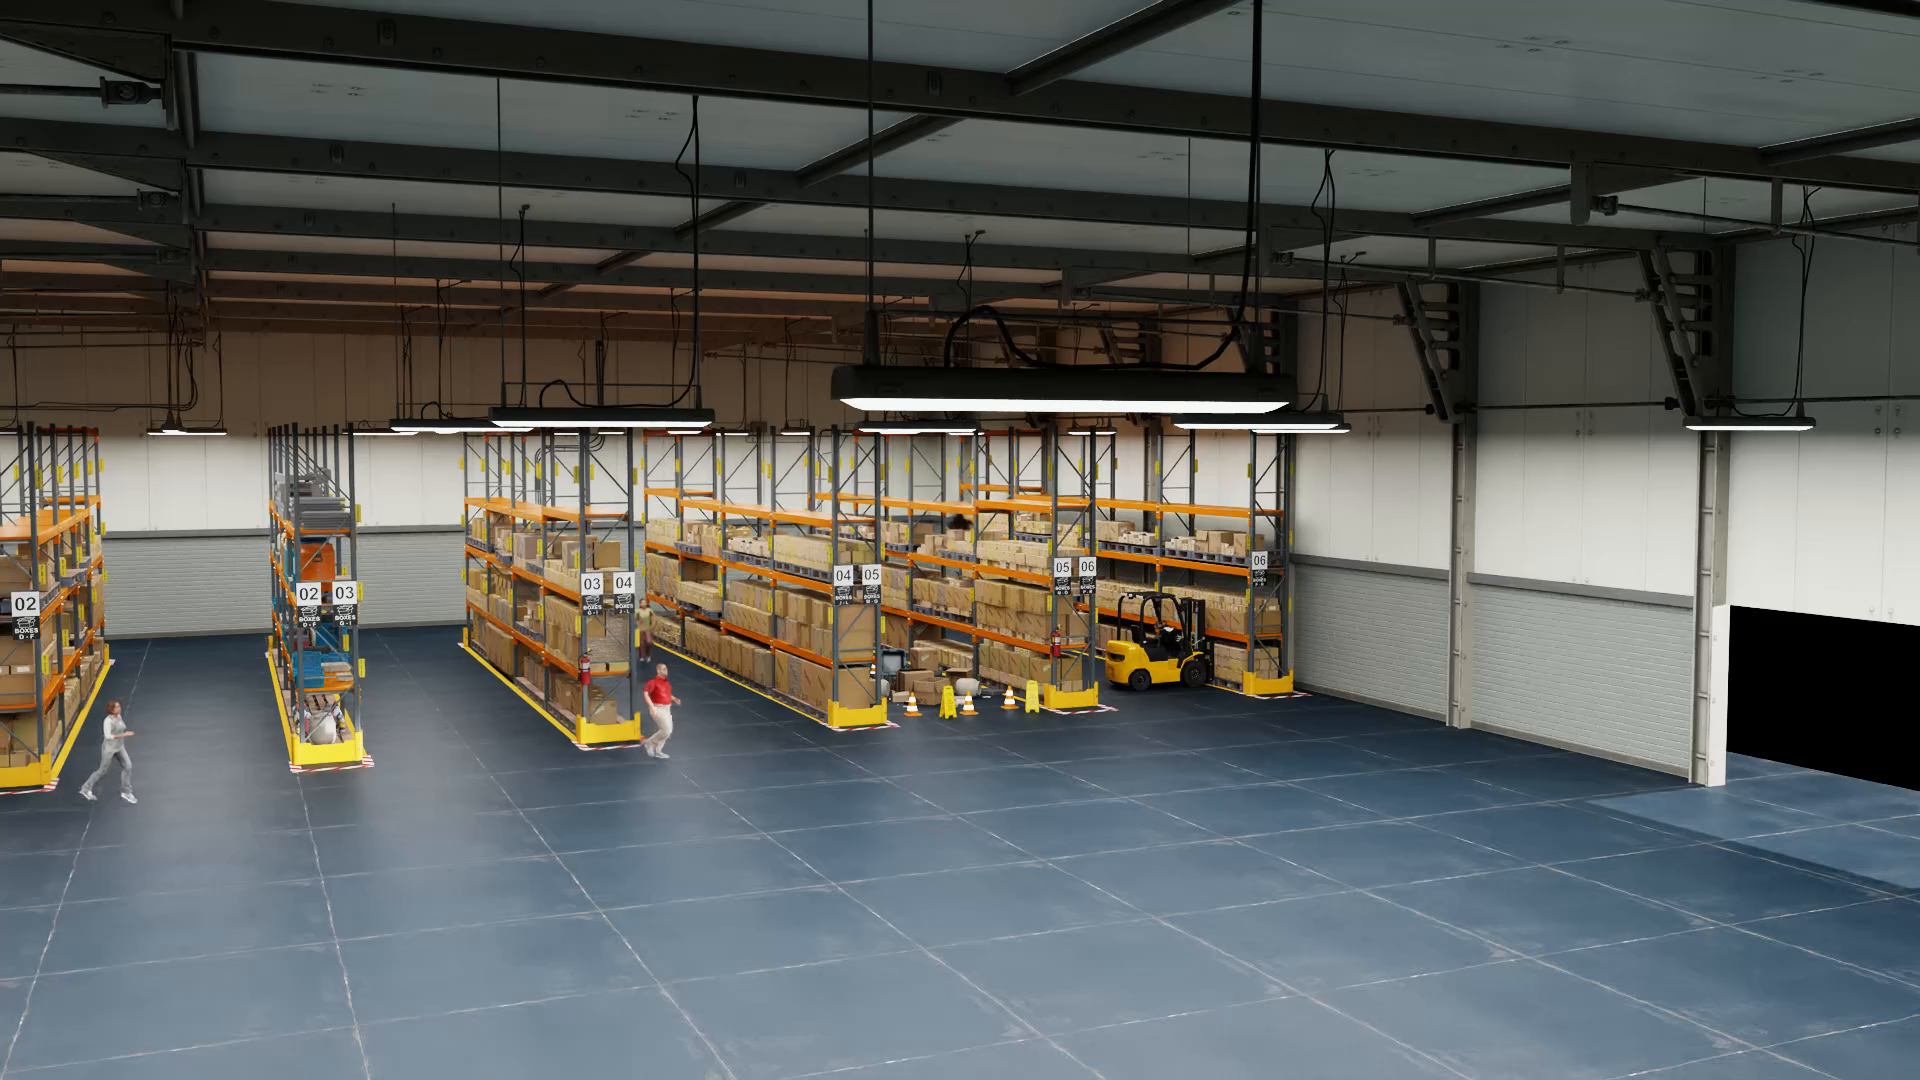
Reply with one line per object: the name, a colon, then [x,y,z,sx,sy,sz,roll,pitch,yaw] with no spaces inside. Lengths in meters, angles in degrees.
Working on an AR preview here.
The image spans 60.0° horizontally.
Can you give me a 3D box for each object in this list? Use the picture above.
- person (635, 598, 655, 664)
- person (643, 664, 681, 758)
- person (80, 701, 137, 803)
person: [-8.019,2.331,42.288,0.605,1.649,0.645,-1,4,-20]
person: [-5.327,3.059,29.784,0.593,1.695,0.675,1,4,16]
person: [-13.345,3.335,26.104,0.849,1.619,0.548,0,3,5]
